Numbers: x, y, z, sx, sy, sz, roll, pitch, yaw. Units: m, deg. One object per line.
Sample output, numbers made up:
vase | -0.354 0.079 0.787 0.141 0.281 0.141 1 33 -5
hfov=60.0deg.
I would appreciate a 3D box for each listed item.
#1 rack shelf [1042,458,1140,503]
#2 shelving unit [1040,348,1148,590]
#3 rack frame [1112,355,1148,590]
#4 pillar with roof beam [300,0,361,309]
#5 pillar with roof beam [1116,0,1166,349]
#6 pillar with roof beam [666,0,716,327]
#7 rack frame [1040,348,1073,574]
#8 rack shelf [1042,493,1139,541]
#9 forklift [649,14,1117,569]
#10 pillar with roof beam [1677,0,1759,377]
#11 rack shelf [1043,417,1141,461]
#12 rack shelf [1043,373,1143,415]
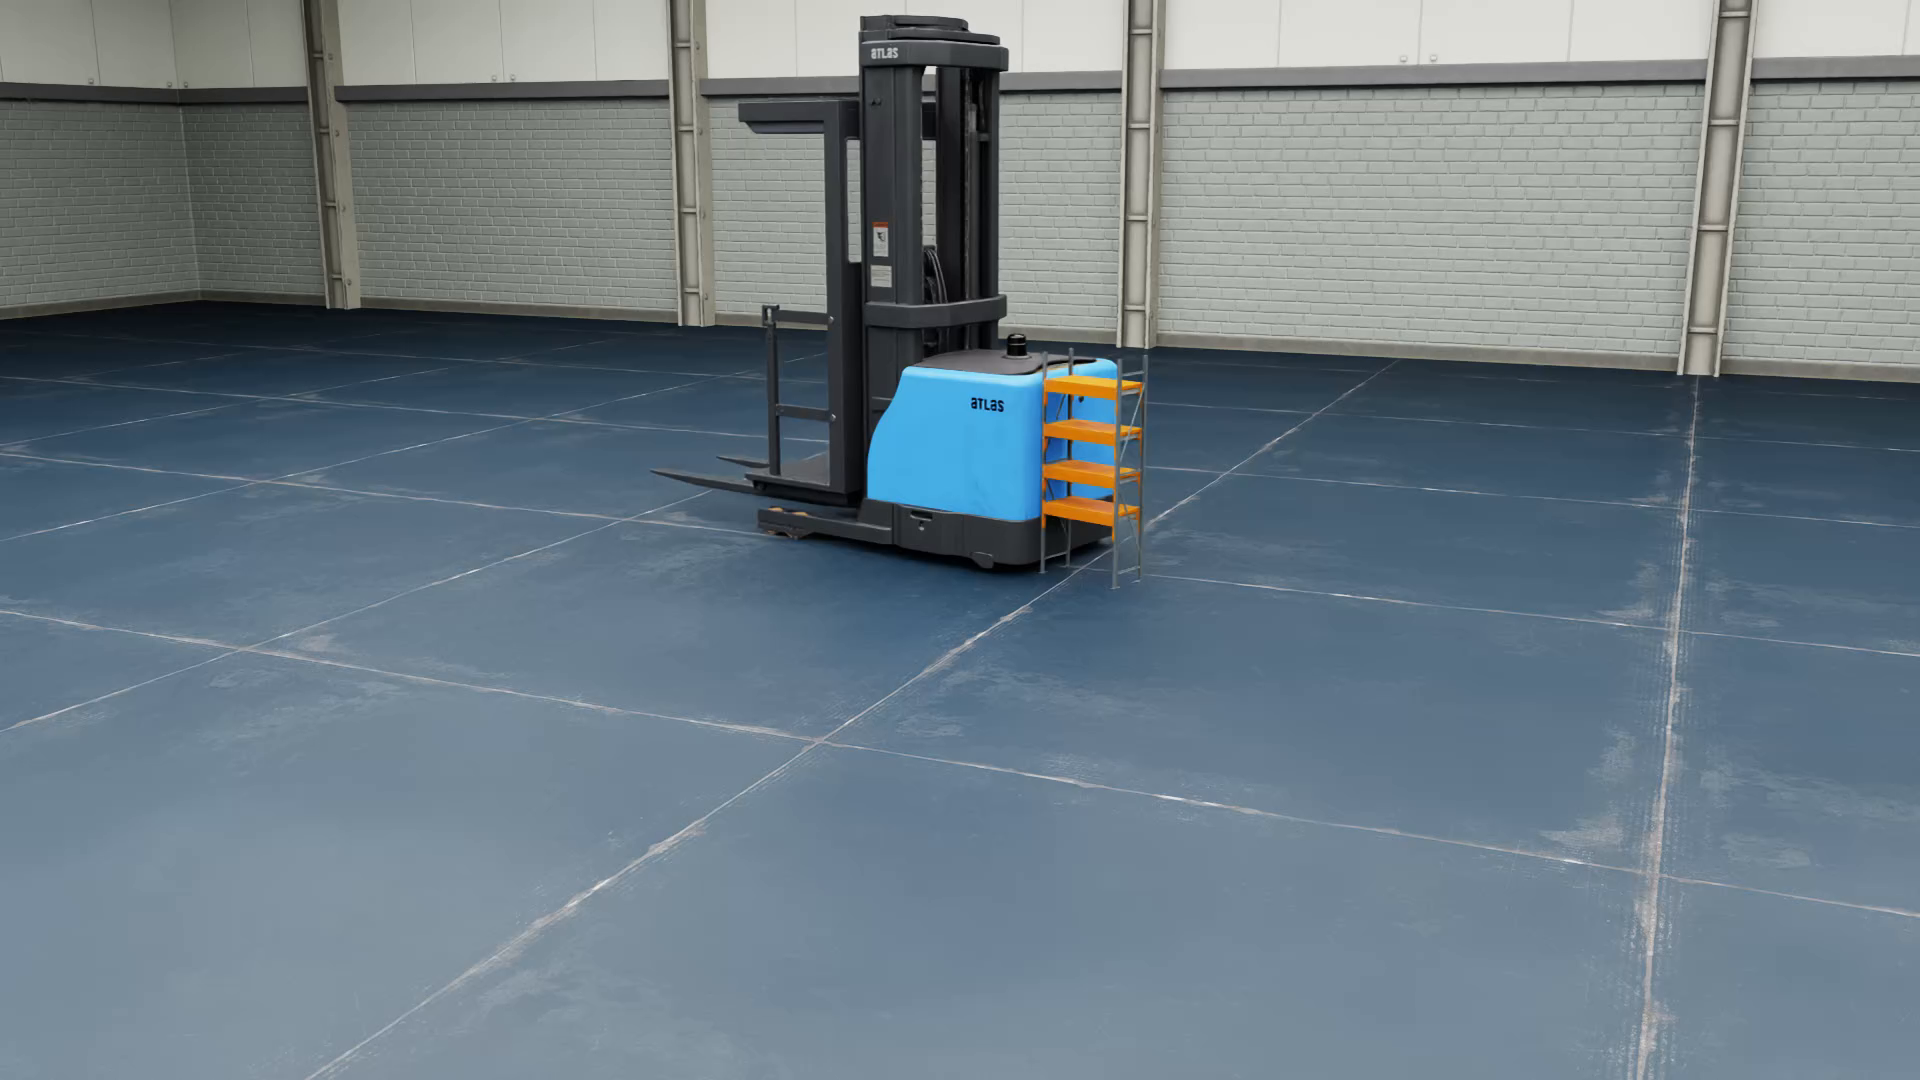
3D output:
rack shelf | 0.699 -0.317 8.774 0.480 0.148 0.258 12 18 41
shelving unit | 0.699 -0.383 8.759 0.503 1.200 0.258 12 18 41
rack frame | 0.880 -0.345 8.599 0.015 1.200 0.240 12 18 41
pillar with roof beam | -10.661 -6.844 19.224 0.400 9.000 9.100 6 14 23
pillar with roof beam | 0.311 -5.734 14.492 0.400 9.000 9.100 6 14 23
pillar with roof beam | -5.175 -6.289 16.858 0.400 9.000 9.100 6 14 23
rack frame | 0.519 -0.420 8.919 0.015 1.200 0.240 12 18 41
rack shelf | 0.699 -0.124 8.820 0.480 0.148 0.258 12 18 41
forklift | -0.585 -1.515 9.796 3.031 2.935 1.130 10 16 35
pillar with roof beam | 5.797 -5.179 12.126 0.400 9.000 9.100 6 14 23
rack shelf | 0.699 -0.535 8.723 0.480 0.148 0.258 12 18 41
rack shelf | 0.699 -0.765 8.669 0.480 0.148 0.258 12 18 41
